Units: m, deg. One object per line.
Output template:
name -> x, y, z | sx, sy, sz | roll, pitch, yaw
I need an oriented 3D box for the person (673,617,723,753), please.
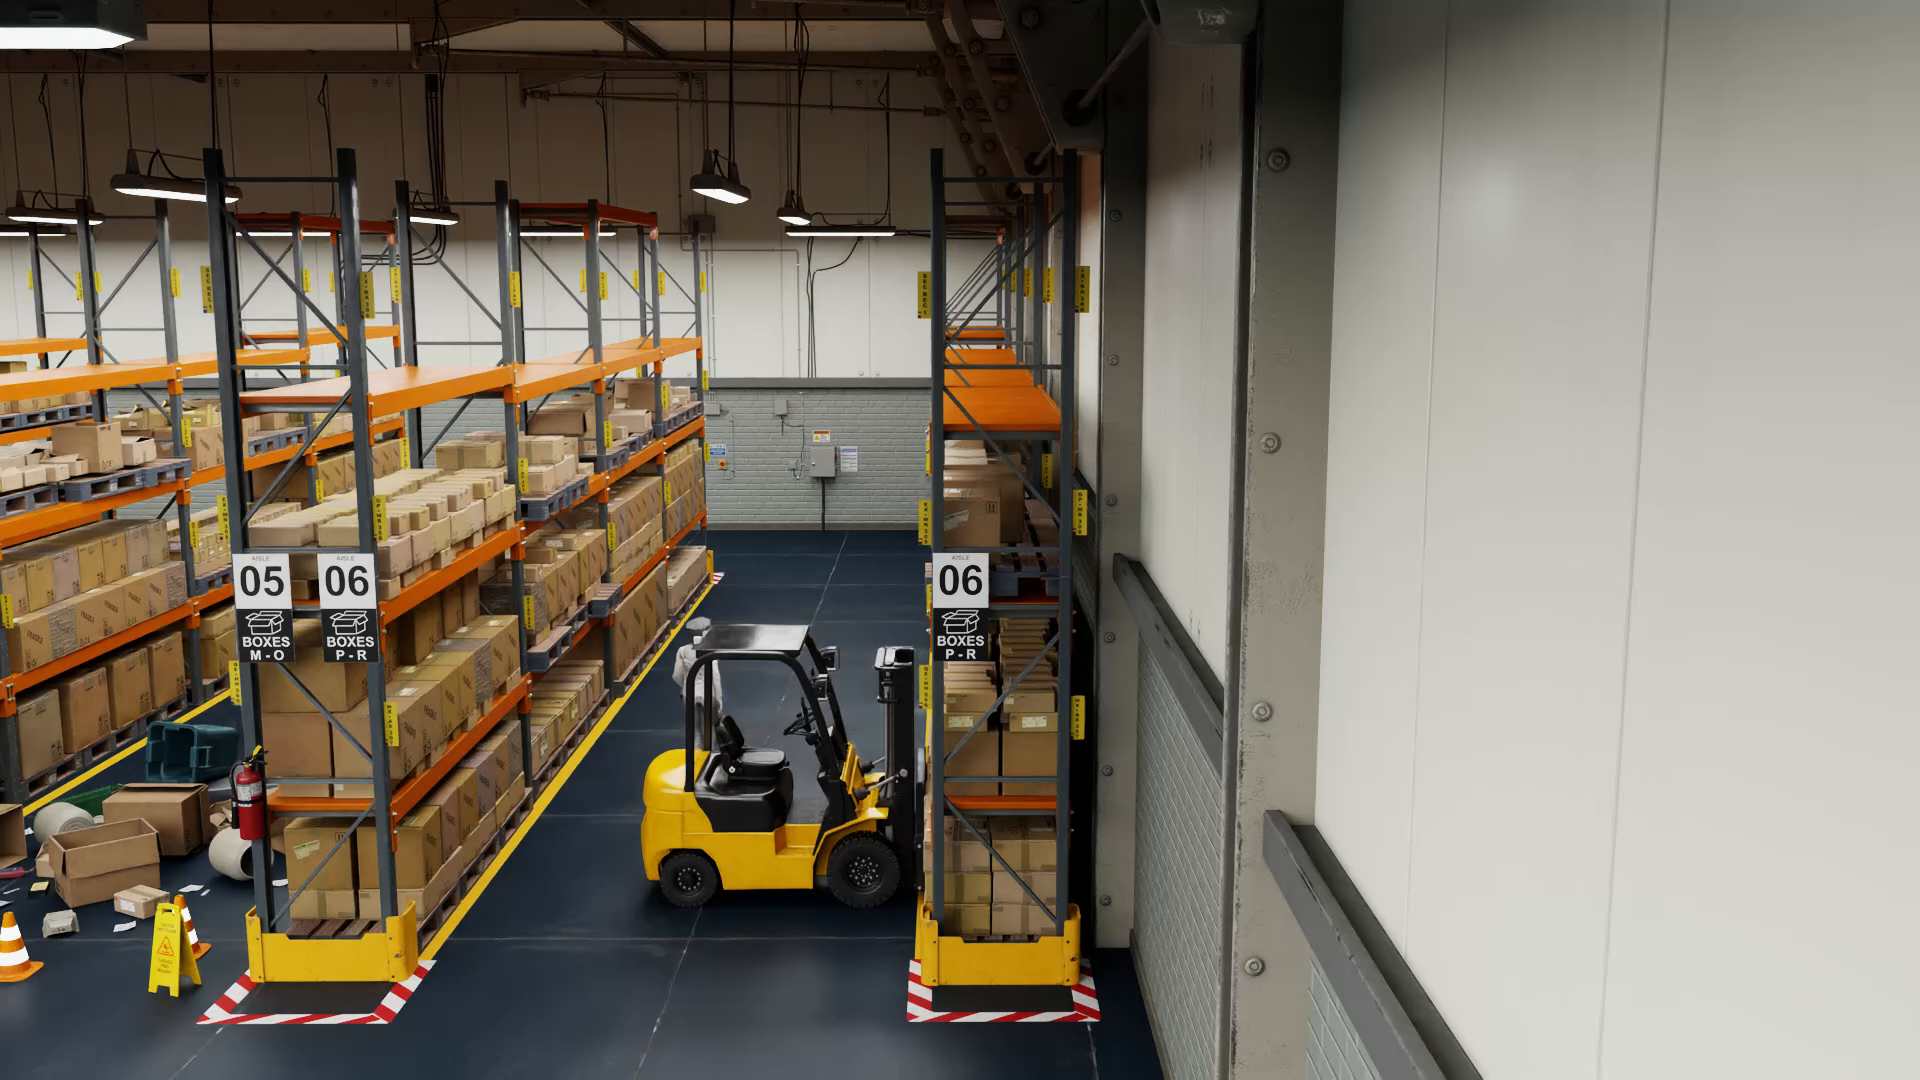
person -> -2.696, 1.665, 17.128 | 0.533, 1.696, 0.708 | 0, 9, -2
